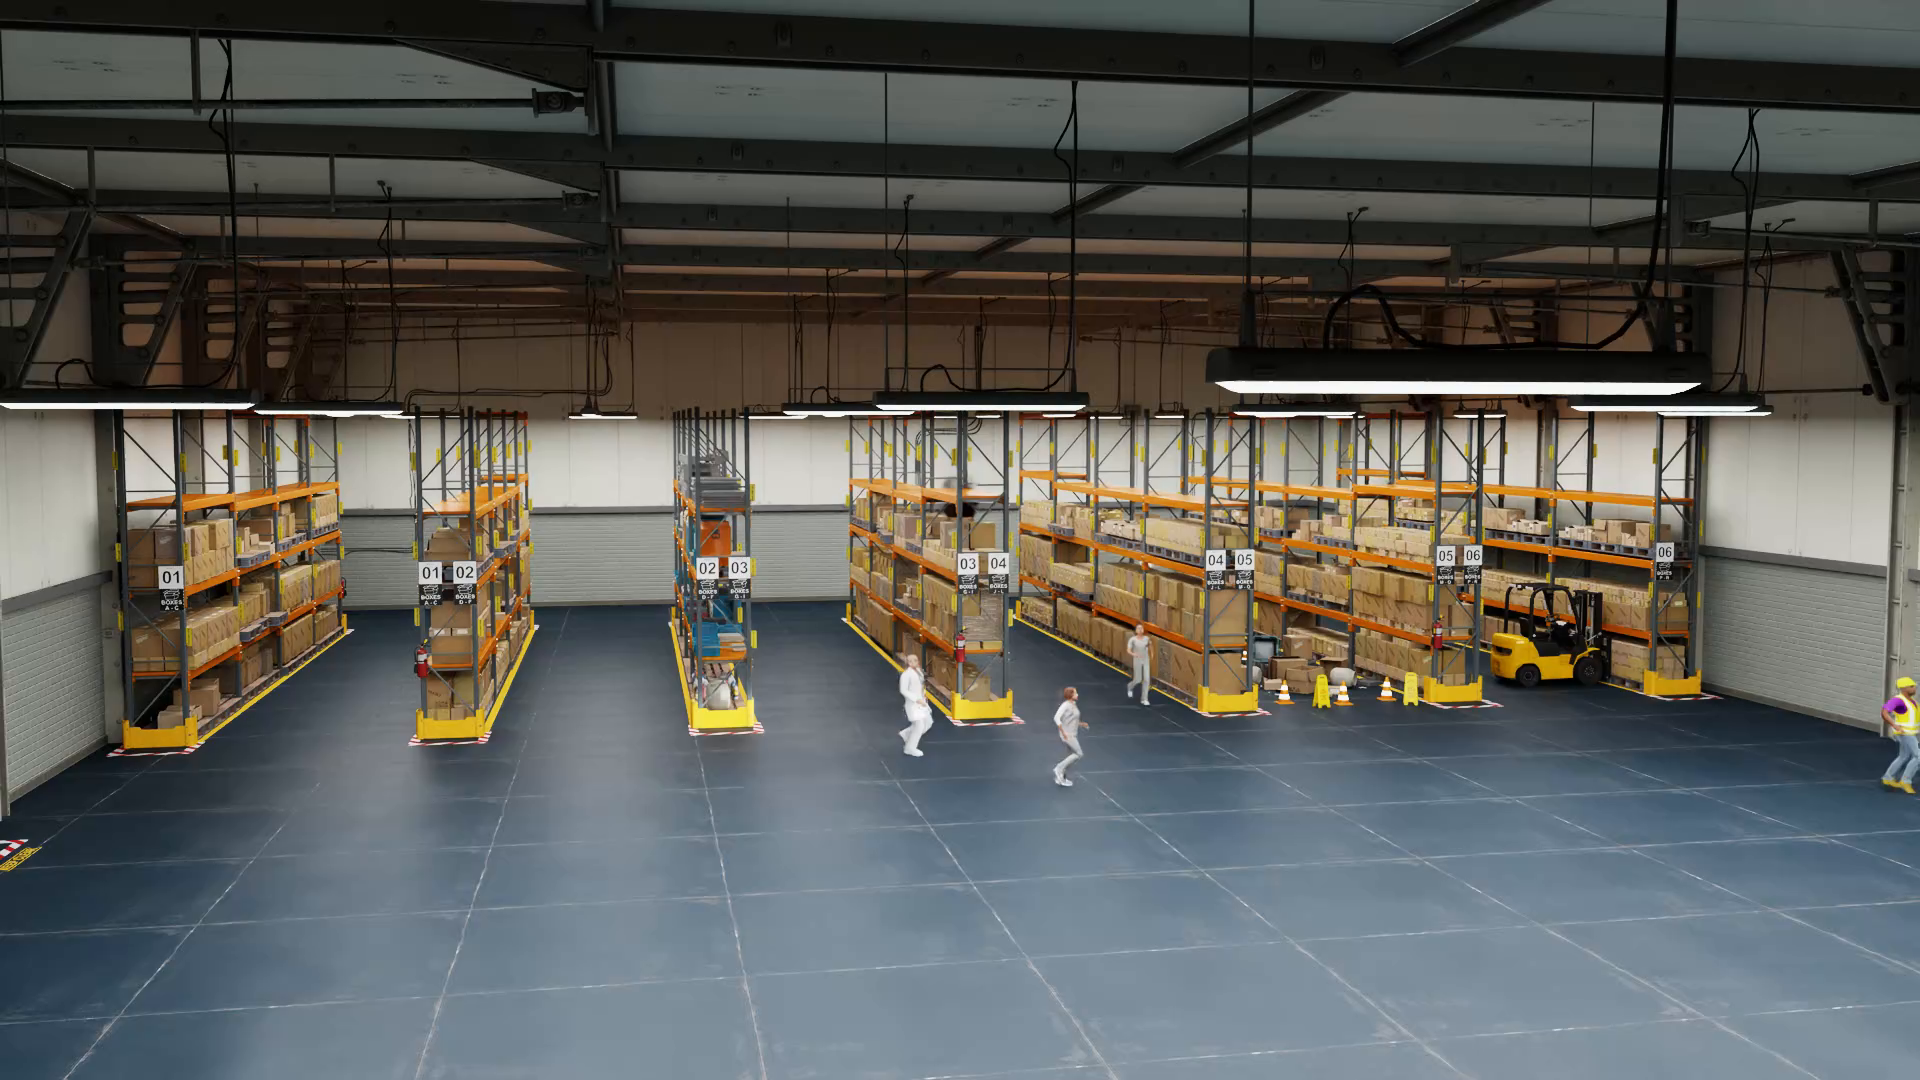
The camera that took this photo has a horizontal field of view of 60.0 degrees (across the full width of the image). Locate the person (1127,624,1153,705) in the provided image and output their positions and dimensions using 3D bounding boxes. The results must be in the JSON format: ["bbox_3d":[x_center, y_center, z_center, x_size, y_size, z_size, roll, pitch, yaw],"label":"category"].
[{"bbox_3d":[3.704,2.512,33.803,0.583,1.609,0.856,-1,4,-11],"label":"person"}]

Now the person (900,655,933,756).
[{"bbox_3d":[-0.782,2.835,28.570,0.574,1.729,0.716,2,4,23],"label":"person"}]

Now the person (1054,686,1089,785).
[{"bbox_3d":[1.756,3.080,26.150,0.530,1.567,0.545,1,4,15],"label":"person"}]

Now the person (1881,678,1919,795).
[{"bbox_3d":[14.622,3.025,25.646,0.696,1.809,0.674,4,6,43],"label":"person"}]

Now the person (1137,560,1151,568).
[{"bbox_3d":[5.493,1.224,50.780,0.992,1.788,0.670,-1,4,-9],"label":"person"}]
